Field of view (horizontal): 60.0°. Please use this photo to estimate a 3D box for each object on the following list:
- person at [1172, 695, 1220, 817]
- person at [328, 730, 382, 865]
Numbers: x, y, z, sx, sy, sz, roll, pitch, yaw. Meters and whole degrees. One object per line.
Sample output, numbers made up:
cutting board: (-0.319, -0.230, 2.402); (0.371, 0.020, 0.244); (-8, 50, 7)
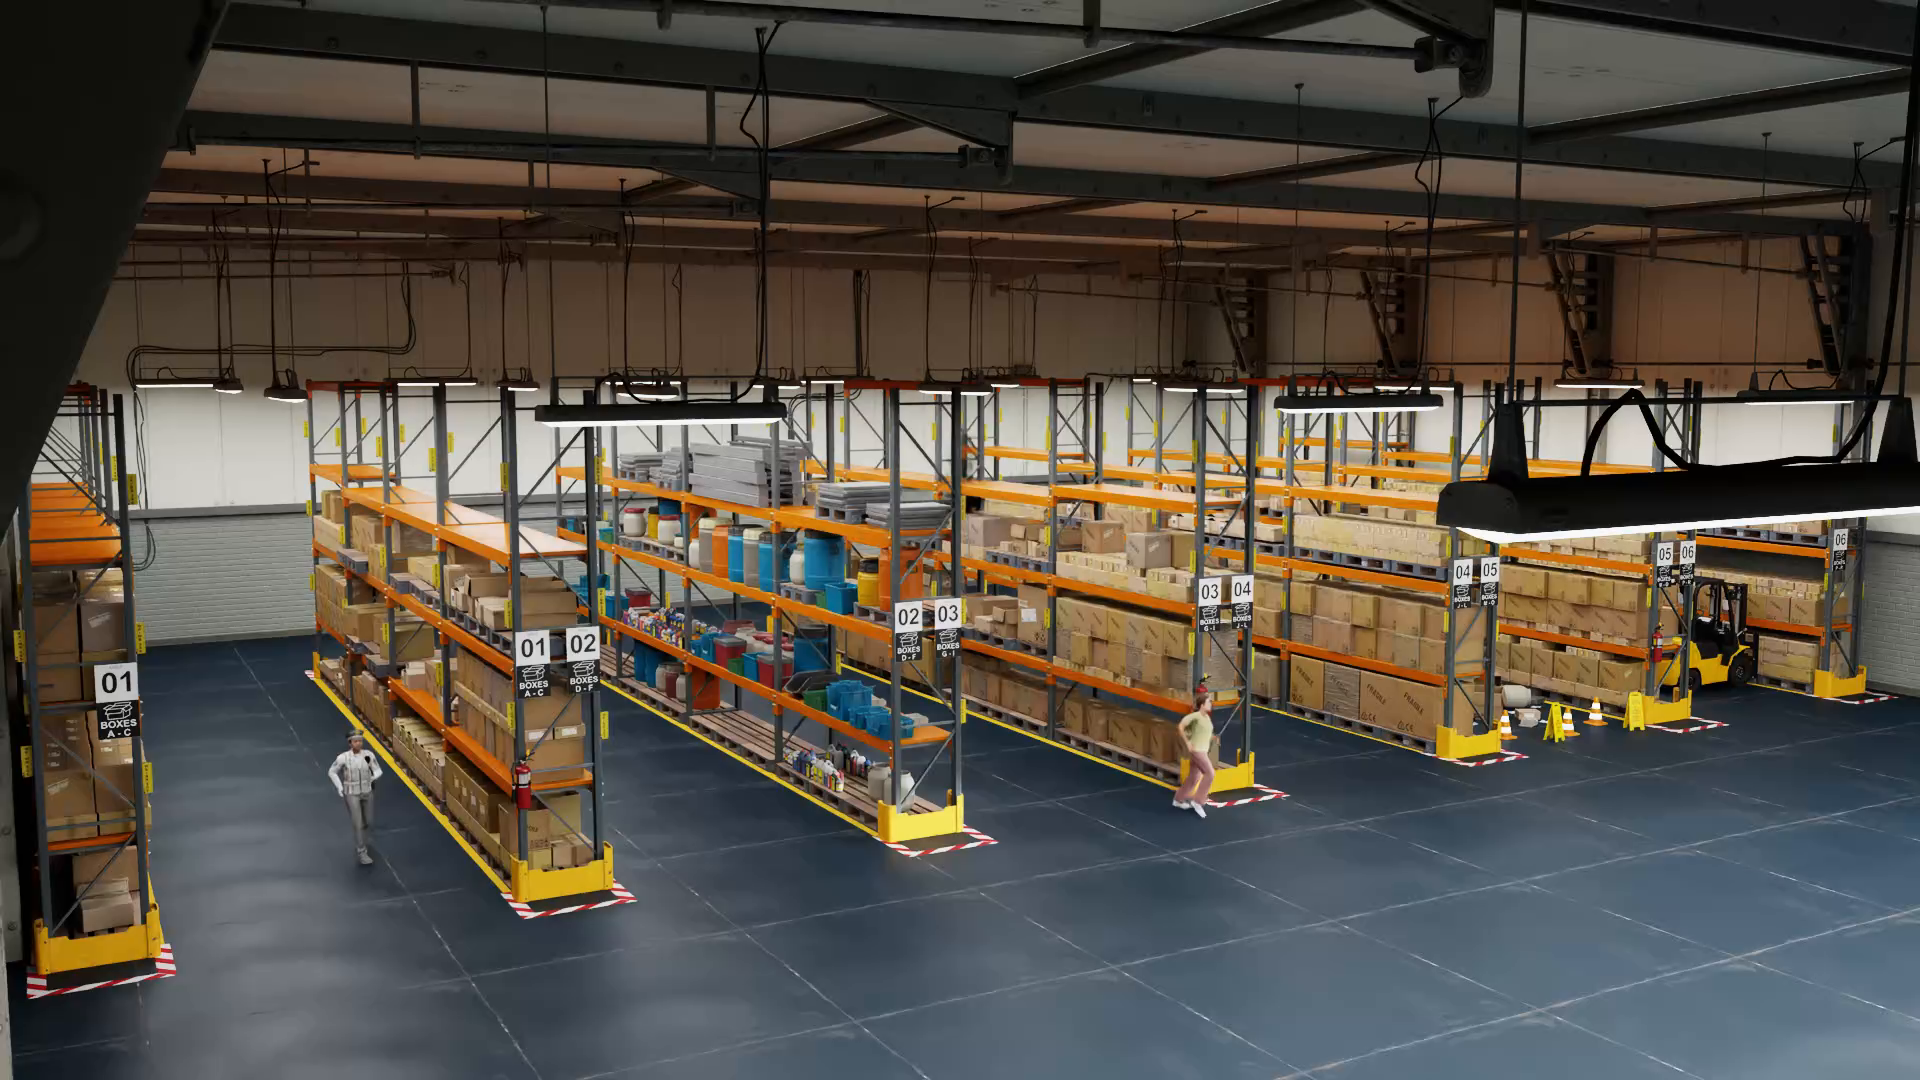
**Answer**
person: (3.364, 3.024, 23.550); (0.644, 1.678, 0.611); (3, 7, 29)
person: (-7.695, 3.237, 21.239); (0.624, 1.663, 0.874); (-5, 8, -37)
